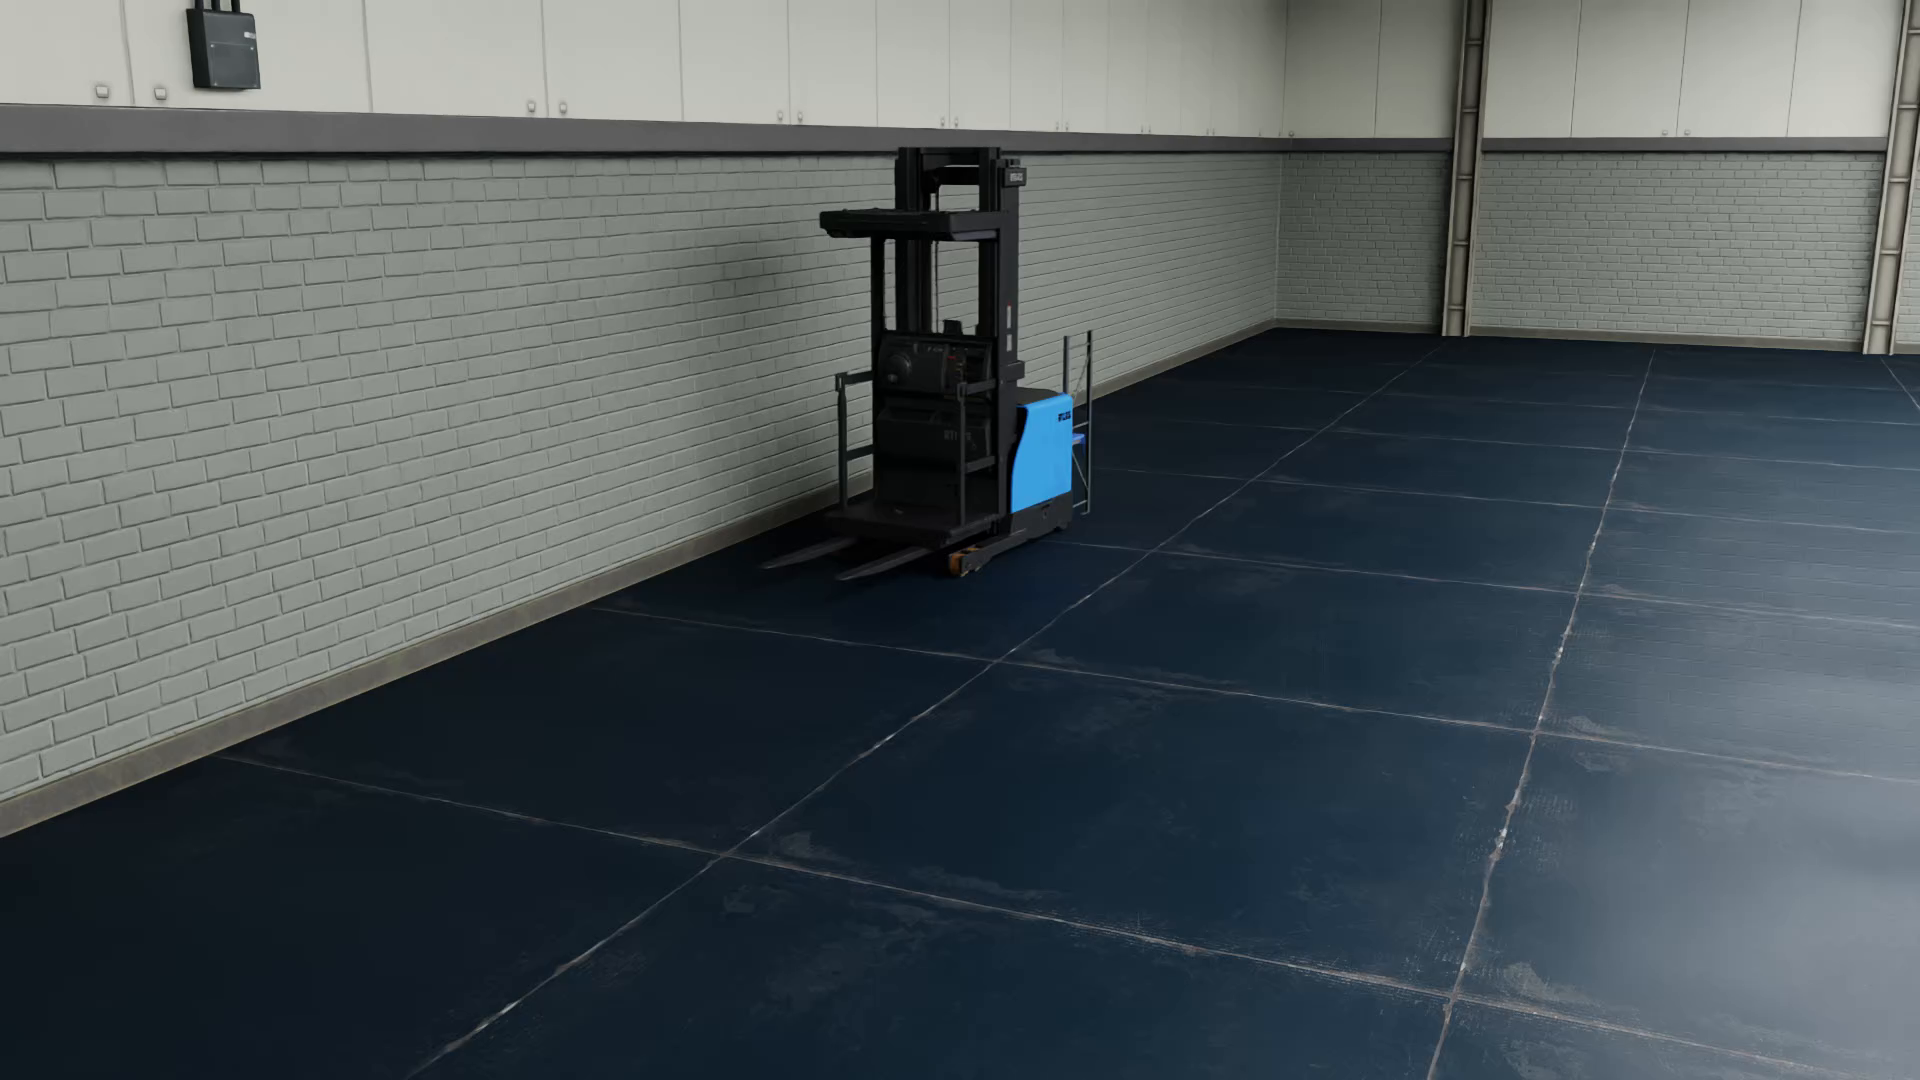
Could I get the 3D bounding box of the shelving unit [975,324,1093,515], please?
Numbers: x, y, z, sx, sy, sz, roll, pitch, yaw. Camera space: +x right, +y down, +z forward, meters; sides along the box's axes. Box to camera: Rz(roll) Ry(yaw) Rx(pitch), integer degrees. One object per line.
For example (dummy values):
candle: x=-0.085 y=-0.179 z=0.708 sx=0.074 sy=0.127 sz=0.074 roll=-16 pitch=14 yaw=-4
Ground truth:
shelving unit: x=0.492 y=-0.966 z=13.589 sx=1.048 sy=1.500 sz=0.538 roll=7 pitch=15 yaw=27

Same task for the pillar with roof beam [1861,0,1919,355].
pillar with roof beam: x=11.729 y=-6.223 z=19.576 sx=0.400 sy=9.000 sz=9.100 roll=6 pitch=14 yaw=23

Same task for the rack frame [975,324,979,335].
rack frame: x=0.043 y=-1.021 z=13.822 sx=0.032 sy=1.500 sz=0.500 roll=7 pitch=15 yaw=27

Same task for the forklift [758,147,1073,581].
forklift: x=-0.288 y=-1.290 z=11.836 sx=1.130 sy=2.935 sz=3.031 roll=8 pitch=15 yaw=29

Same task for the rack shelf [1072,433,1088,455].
rack shelf: x=0.492 y=-0.791 z=13.630 sx=1.000 sy=0.185 sz=0.538 roll=7 pitch=15 yaw=27

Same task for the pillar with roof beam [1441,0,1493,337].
pillar with roof beam: x=6.243 y=-6.778 z=21.942 sx=0.400 sy=9.000 sz=9.100 roll=6 pitch=14 yaw=23

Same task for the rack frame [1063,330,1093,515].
rack frame: x=0.940 y=-0.912 z=13.357 sx=0.032 sy=1.500 sz=0.500 roll=7 pitch=15 yaw=27
